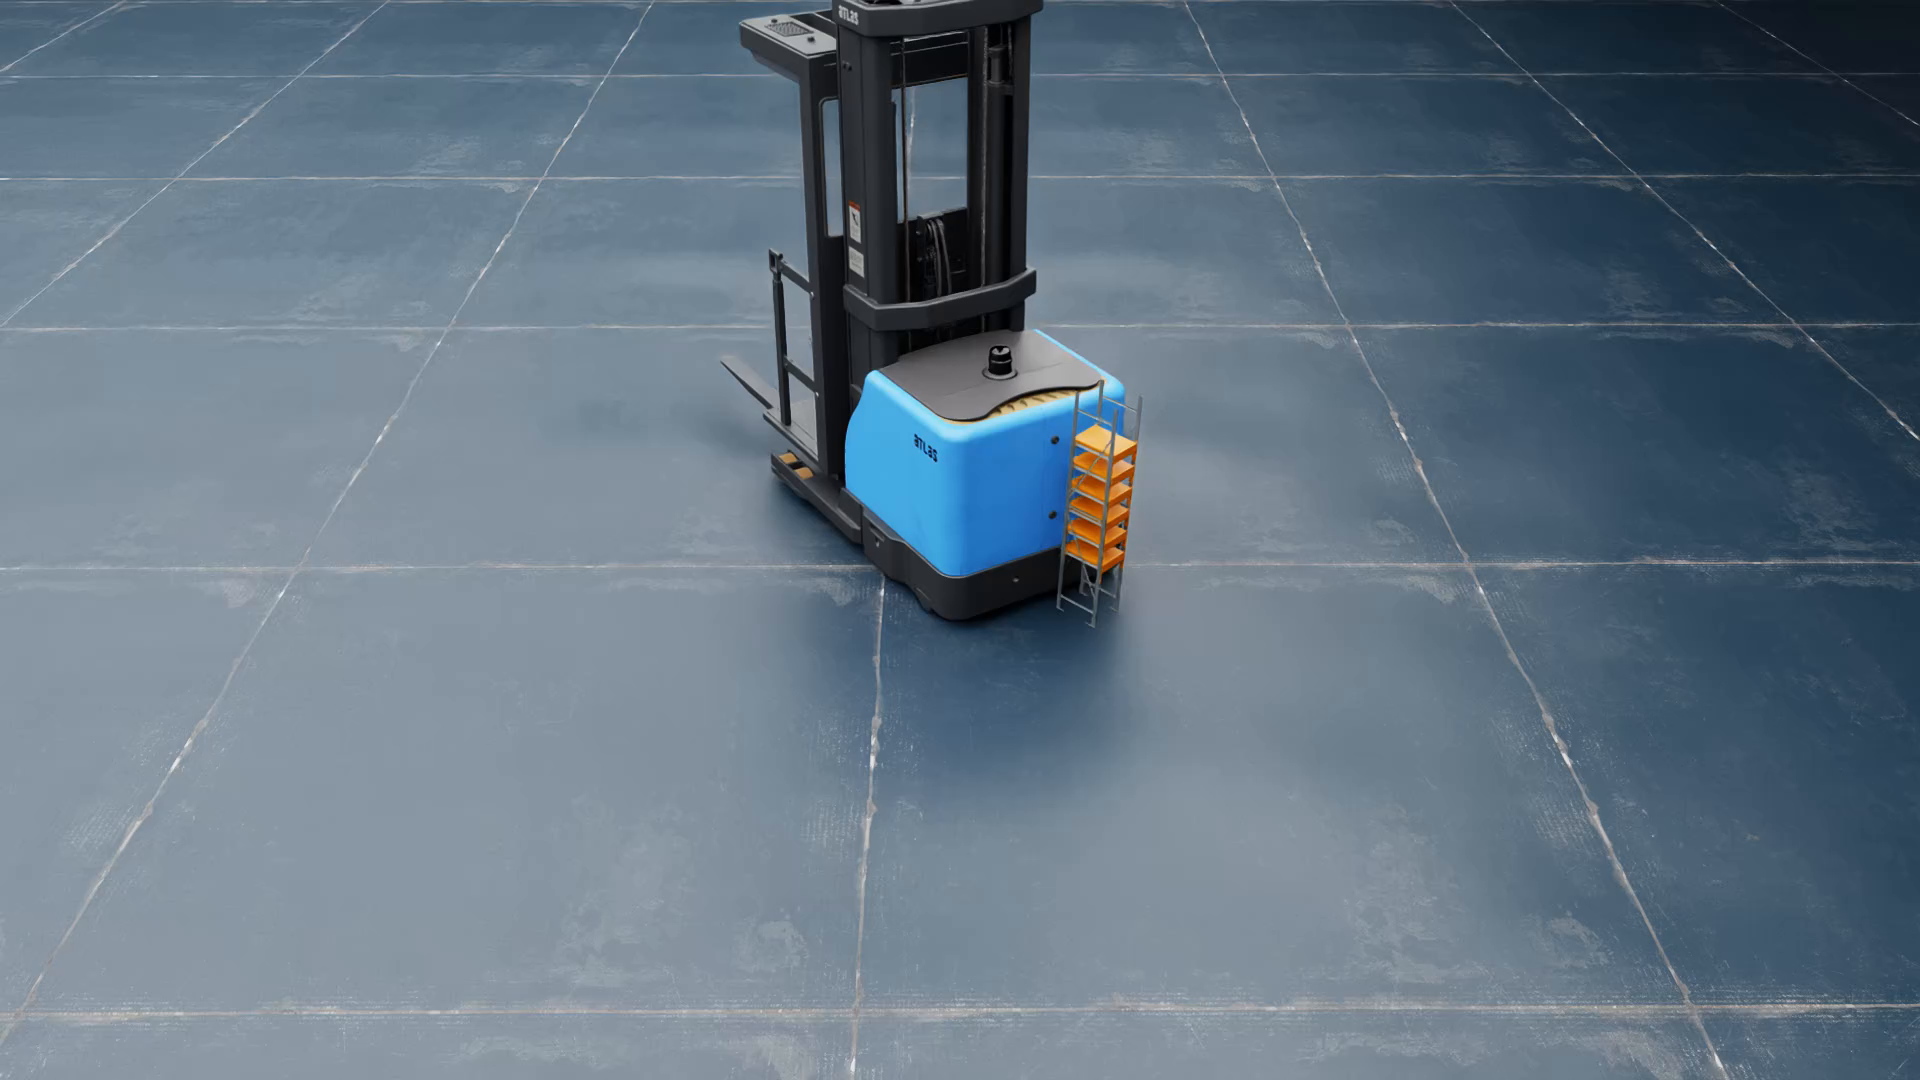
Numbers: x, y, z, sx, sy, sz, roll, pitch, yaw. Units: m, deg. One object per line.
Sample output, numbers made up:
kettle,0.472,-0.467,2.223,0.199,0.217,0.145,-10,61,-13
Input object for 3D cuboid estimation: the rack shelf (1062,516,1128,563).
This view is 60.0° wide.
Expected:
rack shelf,0.642,-0.019,7.928,0.258,0.103,0.180,28,41,33

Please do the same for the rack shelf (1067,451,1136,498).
rack shelf,0.657,-0.320,7.731,0.258,0.103,0.180,28,41,33

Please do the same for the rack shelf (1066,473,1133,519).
rack shelf,0.652,-0.220,7.796,0.258,0.103,0.180,28,41,33

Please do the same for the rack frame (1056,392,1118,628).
rack frame,0.588,-0.122,7.779,0.240,1.200,0.006,28,41,33

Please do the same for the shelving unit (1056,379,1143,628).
shelving unit,0.649,-0.157,7.838,0.258,1.200,0.189,28,41,33

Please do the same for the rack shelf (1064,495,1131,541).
rack shelf,0.647,-0.120,7.862,0.258,0.103,0.180,28,41,33

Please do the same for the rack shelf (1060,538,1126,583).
rack shelf,0.637,0.081,7.994,0.258,0.103,0.180,28,41,33

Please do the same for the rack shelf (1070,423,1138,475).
rack shelf,0.662,-0.420,7.665,0.258,0.103,0.180,28,41,33

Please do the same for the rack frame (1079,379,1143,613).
rack frame,0.710,-0.192,7.896,0.240,1.200,0.006,28,41,33

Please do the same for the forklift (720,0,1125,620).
forklift,-0.391,-1.598,8.559,1.130,2.935,3.031,-18,35,-26
